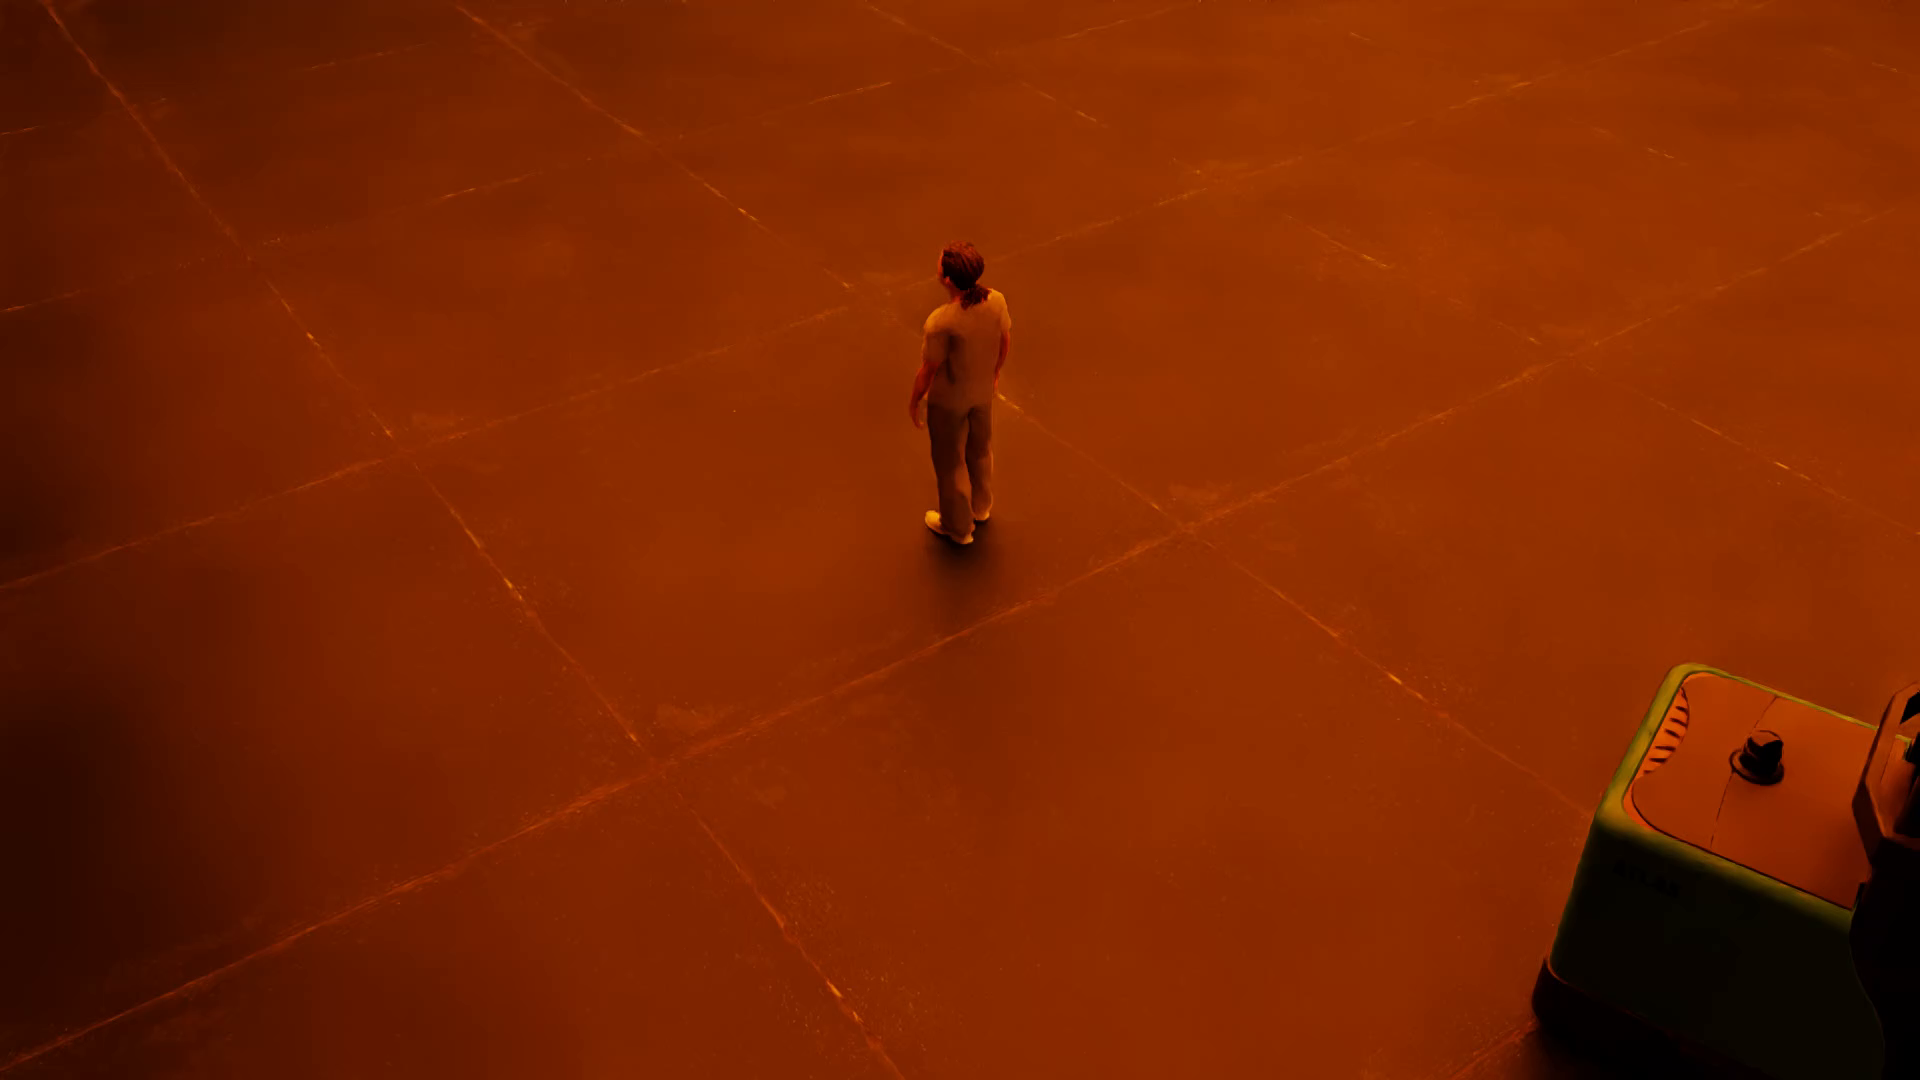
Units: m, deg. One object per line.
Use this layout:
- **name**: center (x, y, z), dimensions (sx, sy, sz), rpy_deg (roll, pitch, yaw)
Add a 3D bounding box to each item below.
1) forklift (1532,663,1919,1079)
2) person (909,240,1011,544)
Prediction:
- **forklift**: center (3.570, 0.839, 4.810), dimensions (3.031, 2.935, 1.130), rpy_deg (22, 42, 27)
- **person**: center (-0.037, -0.719, 7.971), dimensions (0.550, 1.663, 0.532), rpy_deg (-23, 42, -28)
